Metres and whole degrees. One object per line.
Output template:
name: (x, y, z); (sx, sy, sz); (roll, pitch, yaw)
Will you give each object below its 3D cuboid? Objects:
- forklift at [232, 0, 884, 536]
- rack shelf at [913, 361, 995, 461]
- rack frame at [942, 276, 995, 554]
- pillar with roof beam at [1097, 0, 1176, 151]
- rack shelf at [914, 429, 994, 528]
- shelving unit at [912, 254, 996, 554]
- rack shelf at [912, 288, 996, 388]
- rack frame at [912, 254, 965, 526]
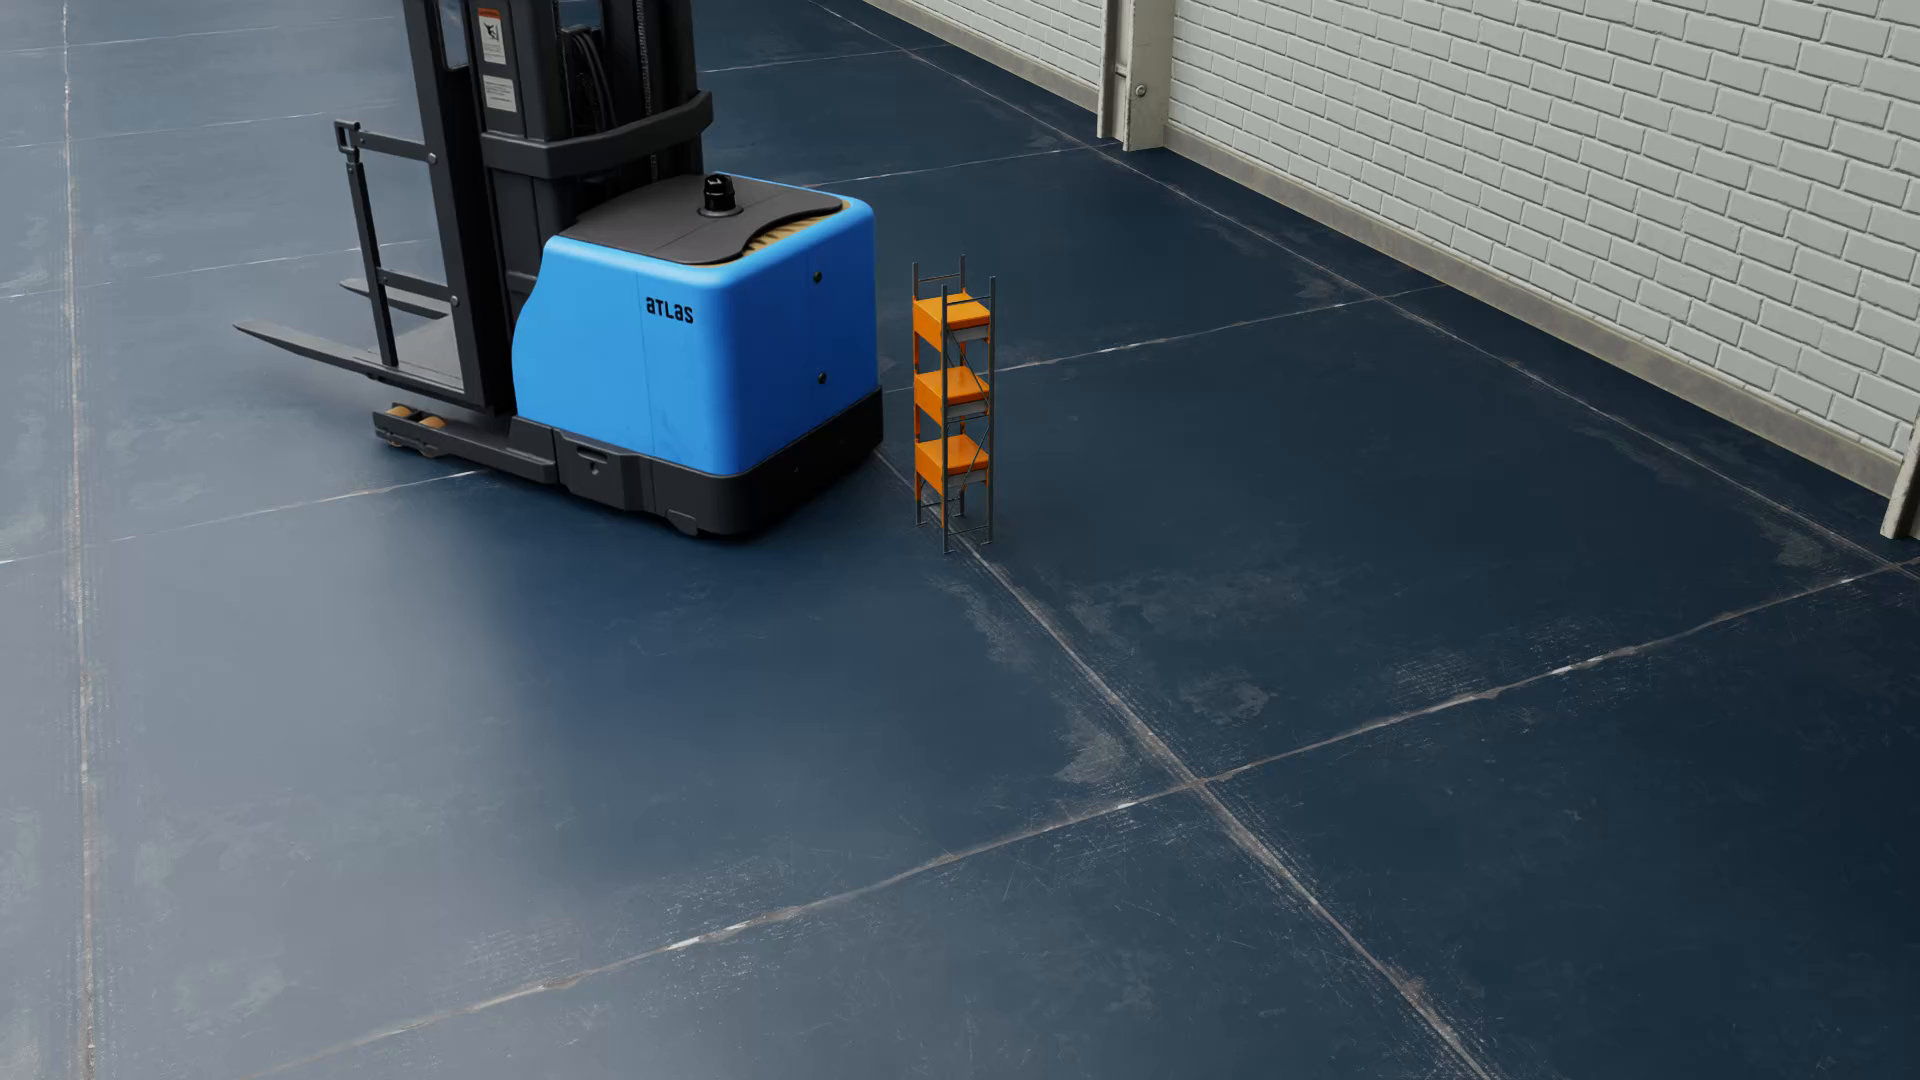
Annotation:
forklift: (-1.841, -1.819, 6.497); (3.031, 2.935, 1.130); (17, 33, 27)
rack shelf: (-0.023, -0.472, 6.041); (0.215, 0.259, 0.240); (-13, 32, -22)
rack frame: (0.029, -0.428, 5.939); (0.200, 1.050, 0.008); (-13, 32, -22)
pillar with roof beam: (-2.759, -5.644, 7.115); (9.100, 9.000, 0.400); (-13, 32, -22)
rack shelf: (-0.023, -0.230, 6.176); (0.215, 0.259, 0.240); (-13, 32, -22)
shelving unit: (-0.023, -0.482, 6.035); (0.215, 1.050, 0.252); (-13, 32, -22)
rack shelf: (-0.023, -0.720, 5.902); (0.215, 0.259, 0.240); (-13, 32, -22)
rack frame: (-0.075, -0.535, 6.131); (0.200, 1.050, 0.008); (-13, 32, -22)
